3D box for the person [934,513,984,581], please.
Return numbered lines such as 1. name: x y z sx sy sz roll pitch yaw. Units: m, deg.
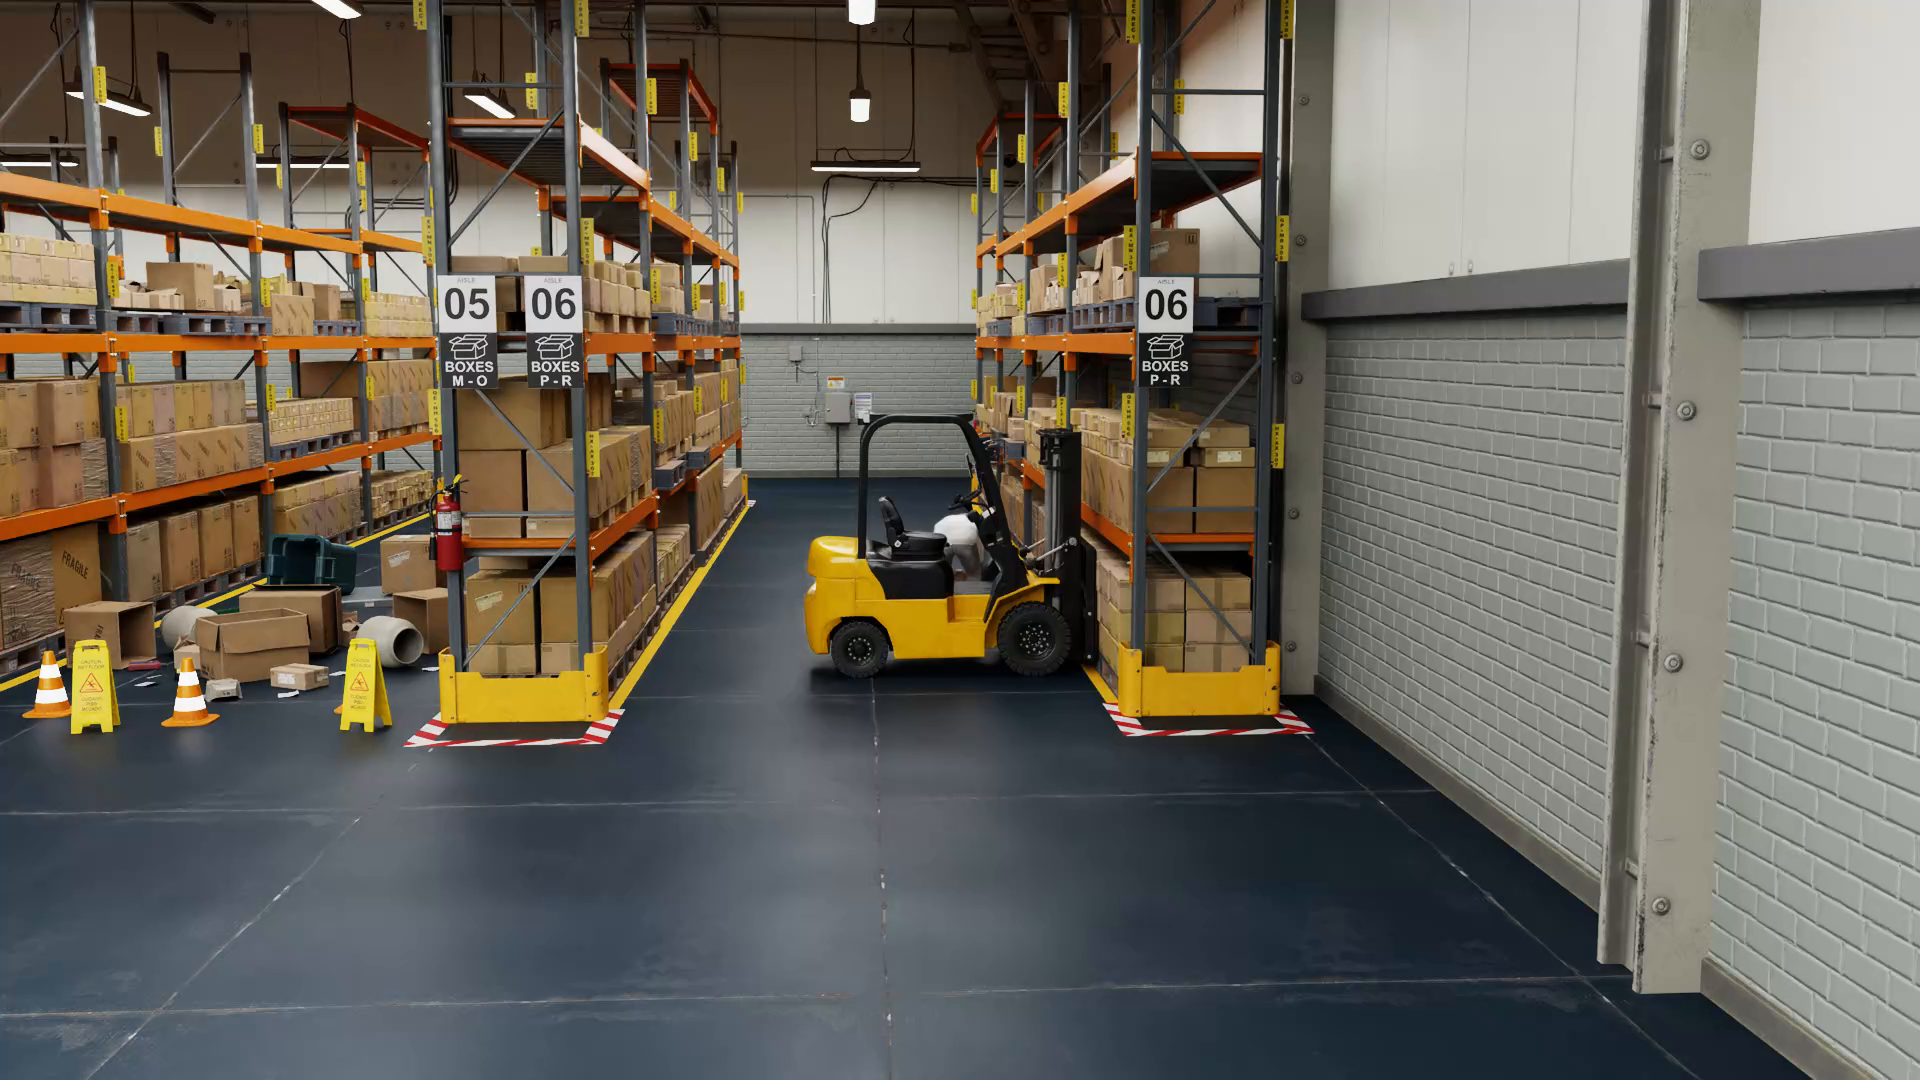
1. person: -0.013 0.260 16.403 0.485 1.064 0.982 1 7 7
